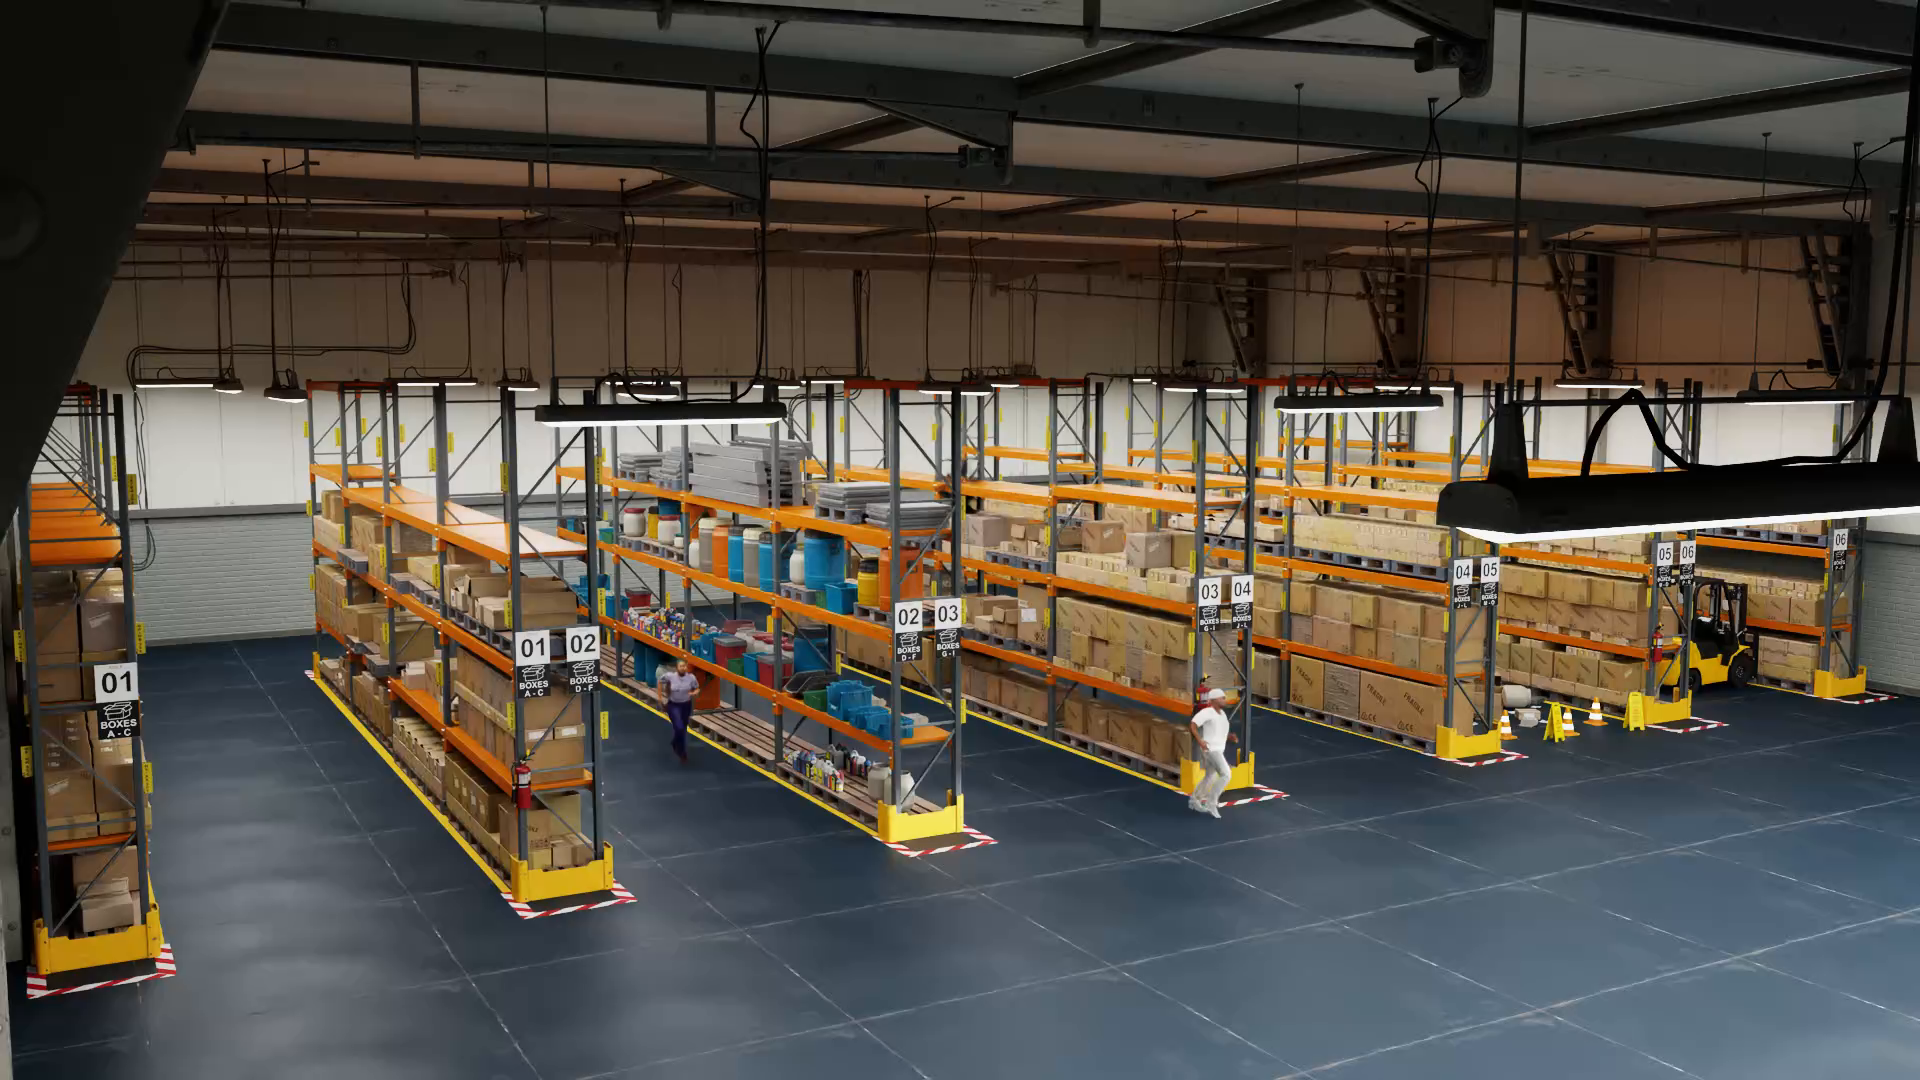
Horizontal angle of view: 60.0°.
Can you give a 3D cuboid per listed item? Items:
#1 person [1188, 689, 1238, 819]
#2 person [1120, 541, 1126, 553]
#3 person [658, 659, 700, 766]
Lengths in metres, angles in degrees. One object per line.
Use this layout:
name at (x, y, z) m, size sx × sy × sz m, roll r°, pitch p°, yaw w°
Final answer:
person at (3.587, 2.987, 23.446) m, size 0.672 × 1.776 × 0.711 m, roll 3°, pitch 7°, yaw 23°
person at (4.371, 0.801, 44.462) m, size 0.742 × 1.656 × 0.599 m, roll 0°, pitch 6°, yaw -1°
person at (-4.474, 2.713, 26.510) m, size 0.627 × 1.695 × 0.868 m, roll -3°, pitch 7°, yaw -25°
